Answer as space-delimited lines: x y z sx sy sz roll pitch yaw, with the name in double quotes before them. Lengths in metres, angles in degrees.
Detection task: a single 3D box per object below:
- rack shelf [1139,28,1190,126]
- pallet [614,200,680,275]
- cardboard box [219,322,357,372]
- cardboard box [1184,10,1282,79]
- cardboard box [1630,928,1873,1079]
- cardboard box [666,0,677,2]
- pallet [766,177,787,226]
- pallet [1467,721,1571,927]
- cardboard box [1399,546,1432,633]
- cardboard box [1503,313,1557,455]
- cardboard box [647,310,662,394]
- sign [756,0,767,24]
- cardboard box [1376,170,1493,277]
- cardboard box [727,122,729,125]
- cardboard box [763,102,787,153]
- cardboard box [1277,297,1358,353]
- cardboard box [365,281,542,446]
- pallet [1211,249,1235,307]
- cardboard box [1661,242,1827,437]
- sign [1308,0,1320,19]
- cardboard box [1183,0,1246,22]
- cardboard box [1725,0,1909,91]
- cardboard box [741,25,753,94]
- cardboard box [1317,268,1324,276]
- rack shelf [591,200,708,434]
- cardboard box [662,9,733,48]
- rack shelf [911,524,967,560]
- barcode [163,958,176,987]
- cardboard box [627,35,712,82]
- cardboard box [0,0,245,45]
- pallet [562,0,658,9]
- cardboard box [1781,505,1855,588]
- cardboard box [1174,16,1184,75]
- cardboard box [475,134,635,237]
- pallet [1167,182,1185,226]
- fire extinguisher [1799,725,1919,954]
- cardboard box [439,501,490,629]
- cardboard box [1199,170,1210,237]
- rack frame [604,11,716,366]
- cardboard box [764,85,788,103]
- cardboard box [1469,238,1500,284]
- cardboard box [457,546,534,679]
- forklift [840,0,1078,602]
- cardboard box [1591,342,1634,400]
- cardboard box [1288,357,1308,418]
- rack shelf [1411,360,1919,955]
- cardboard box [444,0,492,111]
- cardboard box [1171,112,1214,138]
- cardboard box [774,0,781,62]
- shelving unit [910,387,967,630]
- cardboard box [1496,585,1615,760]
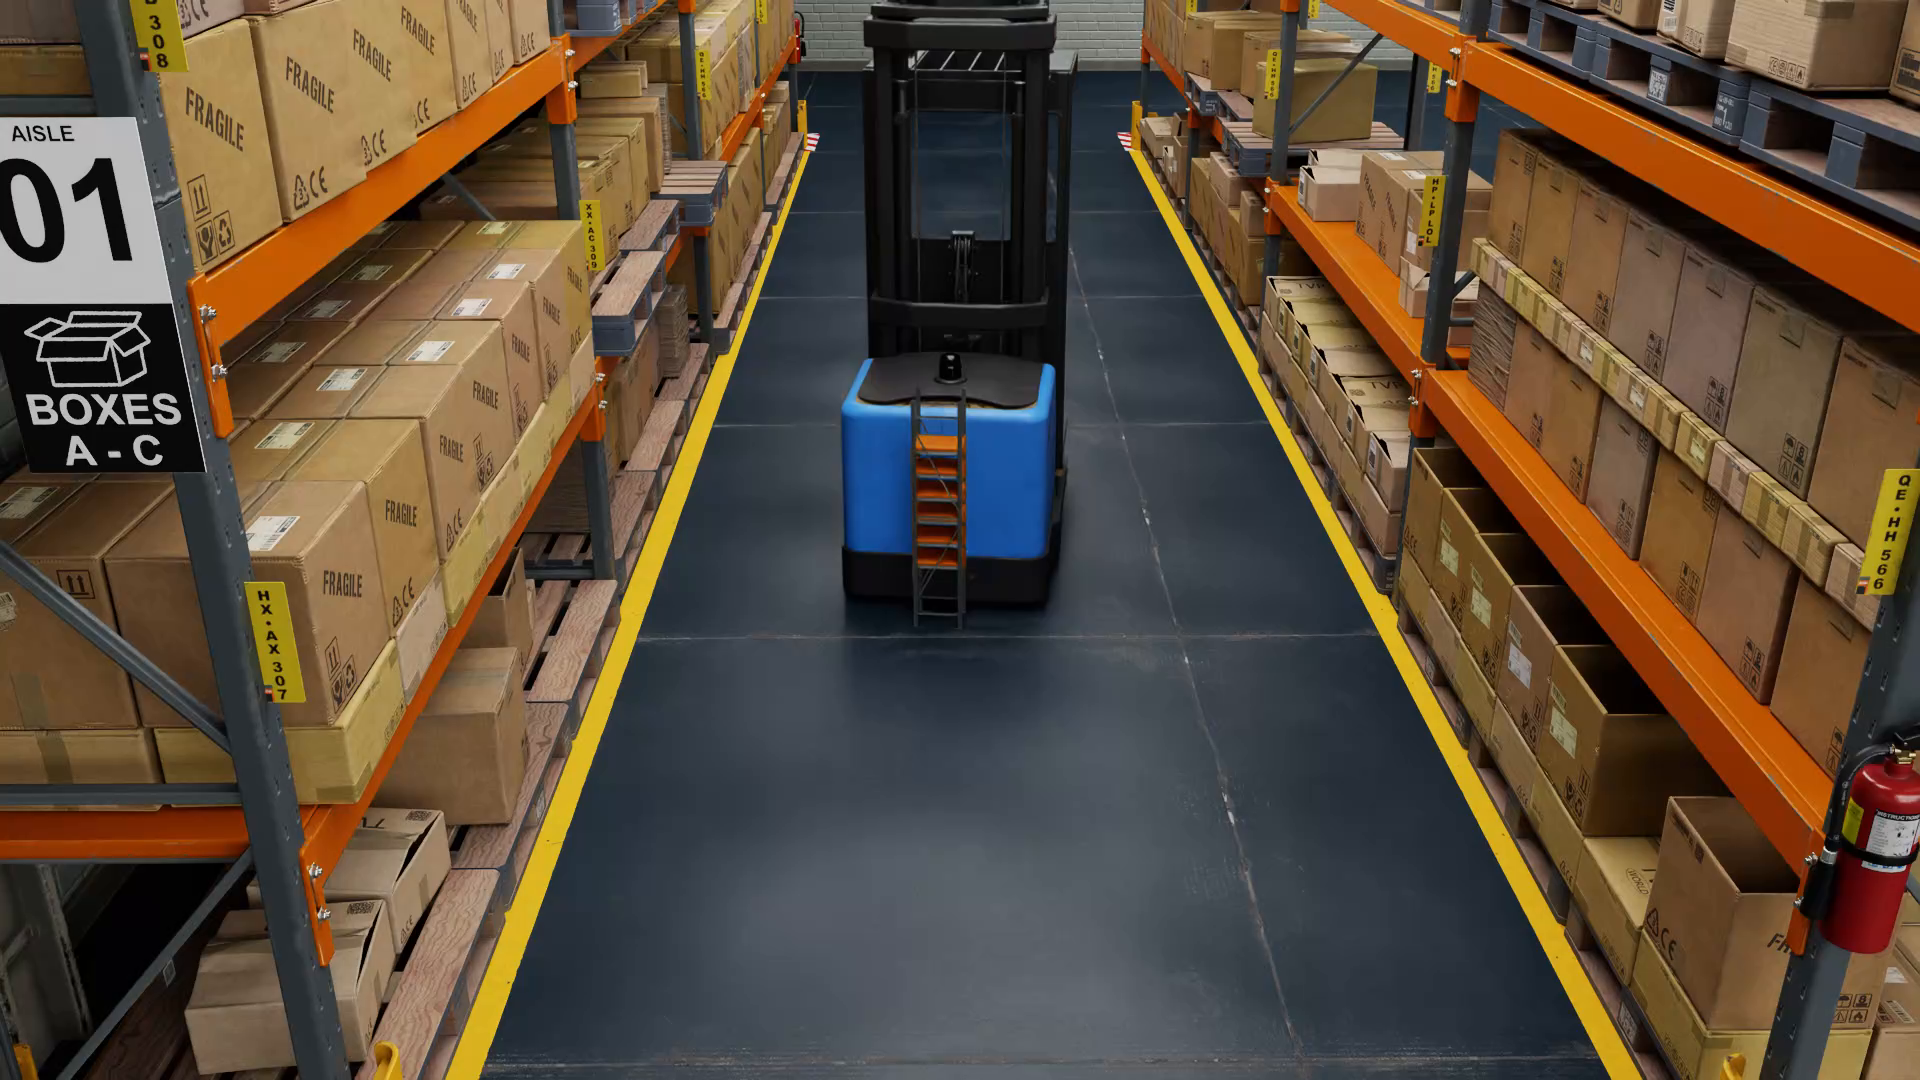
"rack shelf" 2.604 -4.819 17.138 1.077 0.370 4.000 0 24 -1
"pallet" -2.221 -1.748 9.707 1.003 0.211 1.213 0 24 -1
"cardboard box" -2.425 -0.458 5.870 0.500 0.500 0.500 0 24 0
"cardboard box" 2.408 -4.363 14.627 0.700 0.500 0.500 -9 26 -18
"cardboard box" 2.456 1.464 5.200 0.500 0.250 0.500 0 24 -1
"cardboard box" -2.570 -4.425 13.976 0.500 0.250 0.500 0 24 0
"pallet" -2.257 -3.342 16.383 1.003 0.211 1.213 0 24 -1
"pallet" 2.697 1.076 6.614 1.003 0.211 1.213 0 24 -1
"cardboard box" 2.415 0.228 7.934 0.500 0.250 0.500 0 24 -1
"cardboard box" 2.737 -0.672 6.974 0.700 0.500 0.500 -1 24 -1
"cardboard box" -2.334 -1.203 10.769 0.700 0.500 0.500 0 24 -1
"sign" -1.785 -4.797 14.907 0.100 0.325 0.005 0 24 -1
"cardboard box" 2.710 -1.812 9.495 0.500 0.500 0.500 0 24 0
"cardboard box" -2.079 -3.422 13.457 0.380 0.149 0.250 0 24 1
"cardboard box" -2.258 -4.505 18.095 0.700 0.500 0.500 0 24 -1
"cardboard box" 2.396 -1.435 10.929 0.500 0.311 0.500 -1 24 -2
"cardboard box" -1.920 -0.678 6.357 0.500 0.500 0.500 -1 24 -2
"pallet" 2.689 -2.213 13.887 1.003 0.211 1.213 0 24 -1
"cardboard box" 2.747 -0.653 5.359 0.700 0.500 0.500 0 24 0
"sign" 3.181 -4.854 14.938 0.100 0.325 0.005 0 24 -1
"cardboard box" 2.362 -5.031 15.399 0.500 0.500 0.500 0 24 0
"cardboard box" 2.481 -1.405 4.579 0.500 0.250 0.500 0 24 -1
"cardboard box" -2.055 -4.090 14.146 0.500 0.500 0.500 0 24 0
"cardboard box" 2.951 -1.925 12.365 0.500 0.500 0.500 1 24 2
"rack shelf" -2.262 -1.499 9.797 1.077 0.370 4.000 0 24 -1
"cardboard box" -2.058 -4.009 13.057 0.500 0.250 0.500 -1 24 -2
"rack shelf" -0.101 0.008 8.176 0.258 0.103 0.180 2 24 5
"barcode" -2.514 1.375 5.287 0.001 0.075 0.075 0 24 -1
"cardboard box" -2.031 -3.383 11.673 0.500 0.250 0.500 0 24 1
"cardboard box" -1.958 -1.391 3.686 0.500 0.500 0.500 -2 24 -4
"pallet" -2.154 -2.966 8.755 1.213 0.211 1.003 0 24 -1
"cardboard box" 2.558 0.017 4.665 0.380 0.149 0.250 0 24 1
"cardboard box" 2.357 -4.786 16.070 0.500 0.500 0.500 0 24 1
"cardboard box" -2.249 -1.960 9.288 0.700 0.500 0.500 3 25 7
"pallet" 2.620 -3.335 16.368 1.003 0.211 1.213 0 24 -1
"fire extinguisher" 2.294 0.708 4.138 0.296 0.674 0.183 0 24 -1
"cardboard box" -1.904 0.079 5.594 0.500 0.250 0.500 -1 24 -1
"cardboard box" 2.405 -2.964 14.663 0.500 0.500 0.500 0 24 0
"rack frame" -2.283 -2.651 11.471 1.000 3.000 0.127 0 24 -1
"cardboard box" -2.076 -4.850 18.070 0.380 0.149 0.250 0 24 1
"cardboard box" 2.523 -1.256 7.478 0.380 0.149 0.250 0 24 -1
"cardboard box" -2.189 0.364 7.306 0.500 0.500 0.500 -2 24 -5
"forklift" 0.063 -1.593 9.215 1.130 2.935 3.031 2 24 5
"cardboard box" 2.543 -0.617 6.067 0.380 0.149 0.250 0 24 -1
"cardboard box" 2.400 -0.975 10.592 0.500 0.250 0.500 -1 24 -2
"rack shelf" 2.735 0.126 6.205 1.077 0.370 4.000 0 24 -1
"cardboard box" -1.950 -1.780 5.760 0.500 0.500 0.500 -1 24 -3
"cardboard box" 2.601 -4.160 17.303 0.797 0.503 0.637 0 24 -1
"cardboard box" -2.337 -5.260 16.876 0.980 0.700 0.700 -1 24 -3
"shelving unit" -0.101 -0.142 8.108 0.258 1.200 0.189 2 24 5
"cardboard box" 2.424 0.504 6.412 0.500 0.500 0.500 0 24 -1
